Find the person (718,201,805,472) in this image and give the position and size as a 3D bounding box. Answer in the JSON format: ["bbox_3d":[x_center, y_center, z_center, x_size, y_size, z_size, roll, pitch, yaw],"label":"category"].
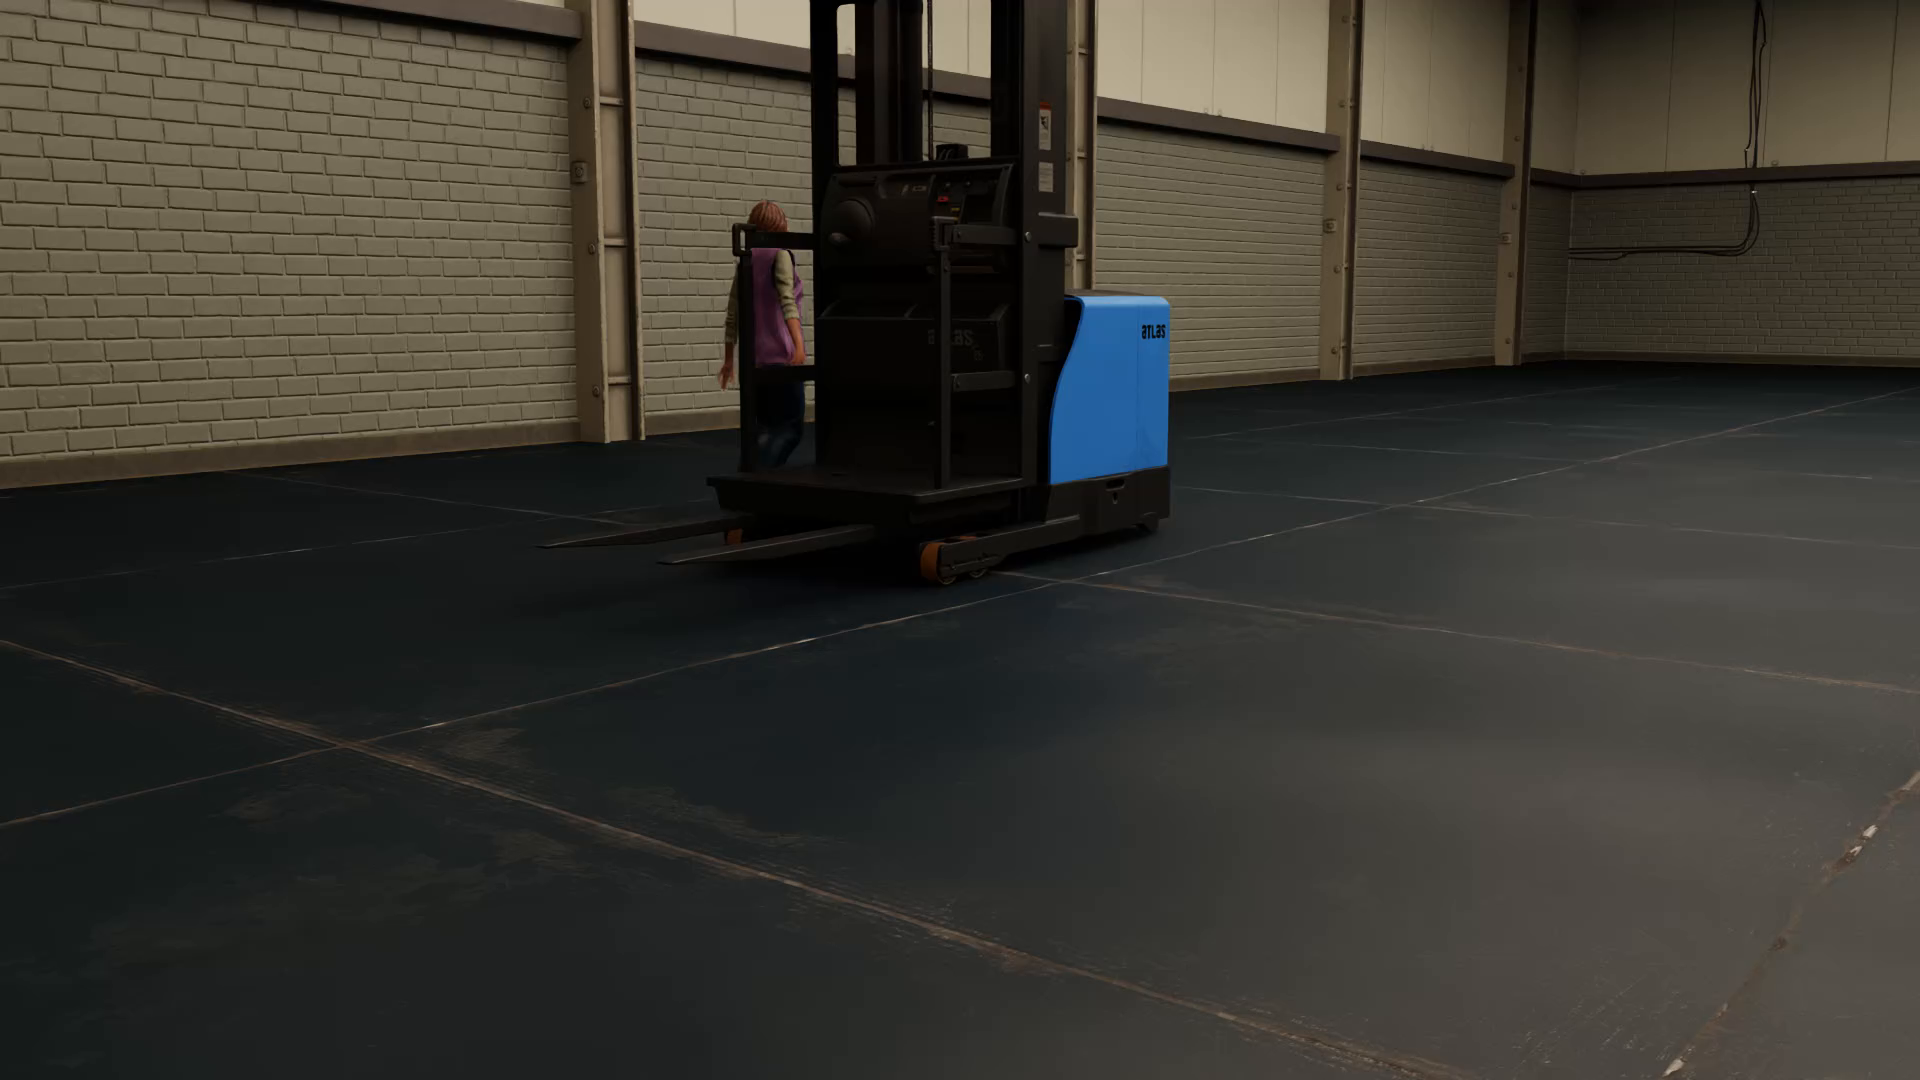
[{"bbox_3d":[-0.957,-0.855,8.100,0.418,1.567,0.725,-7,11,-38],"label":"person"}]

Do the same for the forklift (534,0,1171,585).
[{"bbox_3d":[-0.310,-1.360,6.577,1.130,2.935,3.031,6,10,36],"label":"forklift"}]
